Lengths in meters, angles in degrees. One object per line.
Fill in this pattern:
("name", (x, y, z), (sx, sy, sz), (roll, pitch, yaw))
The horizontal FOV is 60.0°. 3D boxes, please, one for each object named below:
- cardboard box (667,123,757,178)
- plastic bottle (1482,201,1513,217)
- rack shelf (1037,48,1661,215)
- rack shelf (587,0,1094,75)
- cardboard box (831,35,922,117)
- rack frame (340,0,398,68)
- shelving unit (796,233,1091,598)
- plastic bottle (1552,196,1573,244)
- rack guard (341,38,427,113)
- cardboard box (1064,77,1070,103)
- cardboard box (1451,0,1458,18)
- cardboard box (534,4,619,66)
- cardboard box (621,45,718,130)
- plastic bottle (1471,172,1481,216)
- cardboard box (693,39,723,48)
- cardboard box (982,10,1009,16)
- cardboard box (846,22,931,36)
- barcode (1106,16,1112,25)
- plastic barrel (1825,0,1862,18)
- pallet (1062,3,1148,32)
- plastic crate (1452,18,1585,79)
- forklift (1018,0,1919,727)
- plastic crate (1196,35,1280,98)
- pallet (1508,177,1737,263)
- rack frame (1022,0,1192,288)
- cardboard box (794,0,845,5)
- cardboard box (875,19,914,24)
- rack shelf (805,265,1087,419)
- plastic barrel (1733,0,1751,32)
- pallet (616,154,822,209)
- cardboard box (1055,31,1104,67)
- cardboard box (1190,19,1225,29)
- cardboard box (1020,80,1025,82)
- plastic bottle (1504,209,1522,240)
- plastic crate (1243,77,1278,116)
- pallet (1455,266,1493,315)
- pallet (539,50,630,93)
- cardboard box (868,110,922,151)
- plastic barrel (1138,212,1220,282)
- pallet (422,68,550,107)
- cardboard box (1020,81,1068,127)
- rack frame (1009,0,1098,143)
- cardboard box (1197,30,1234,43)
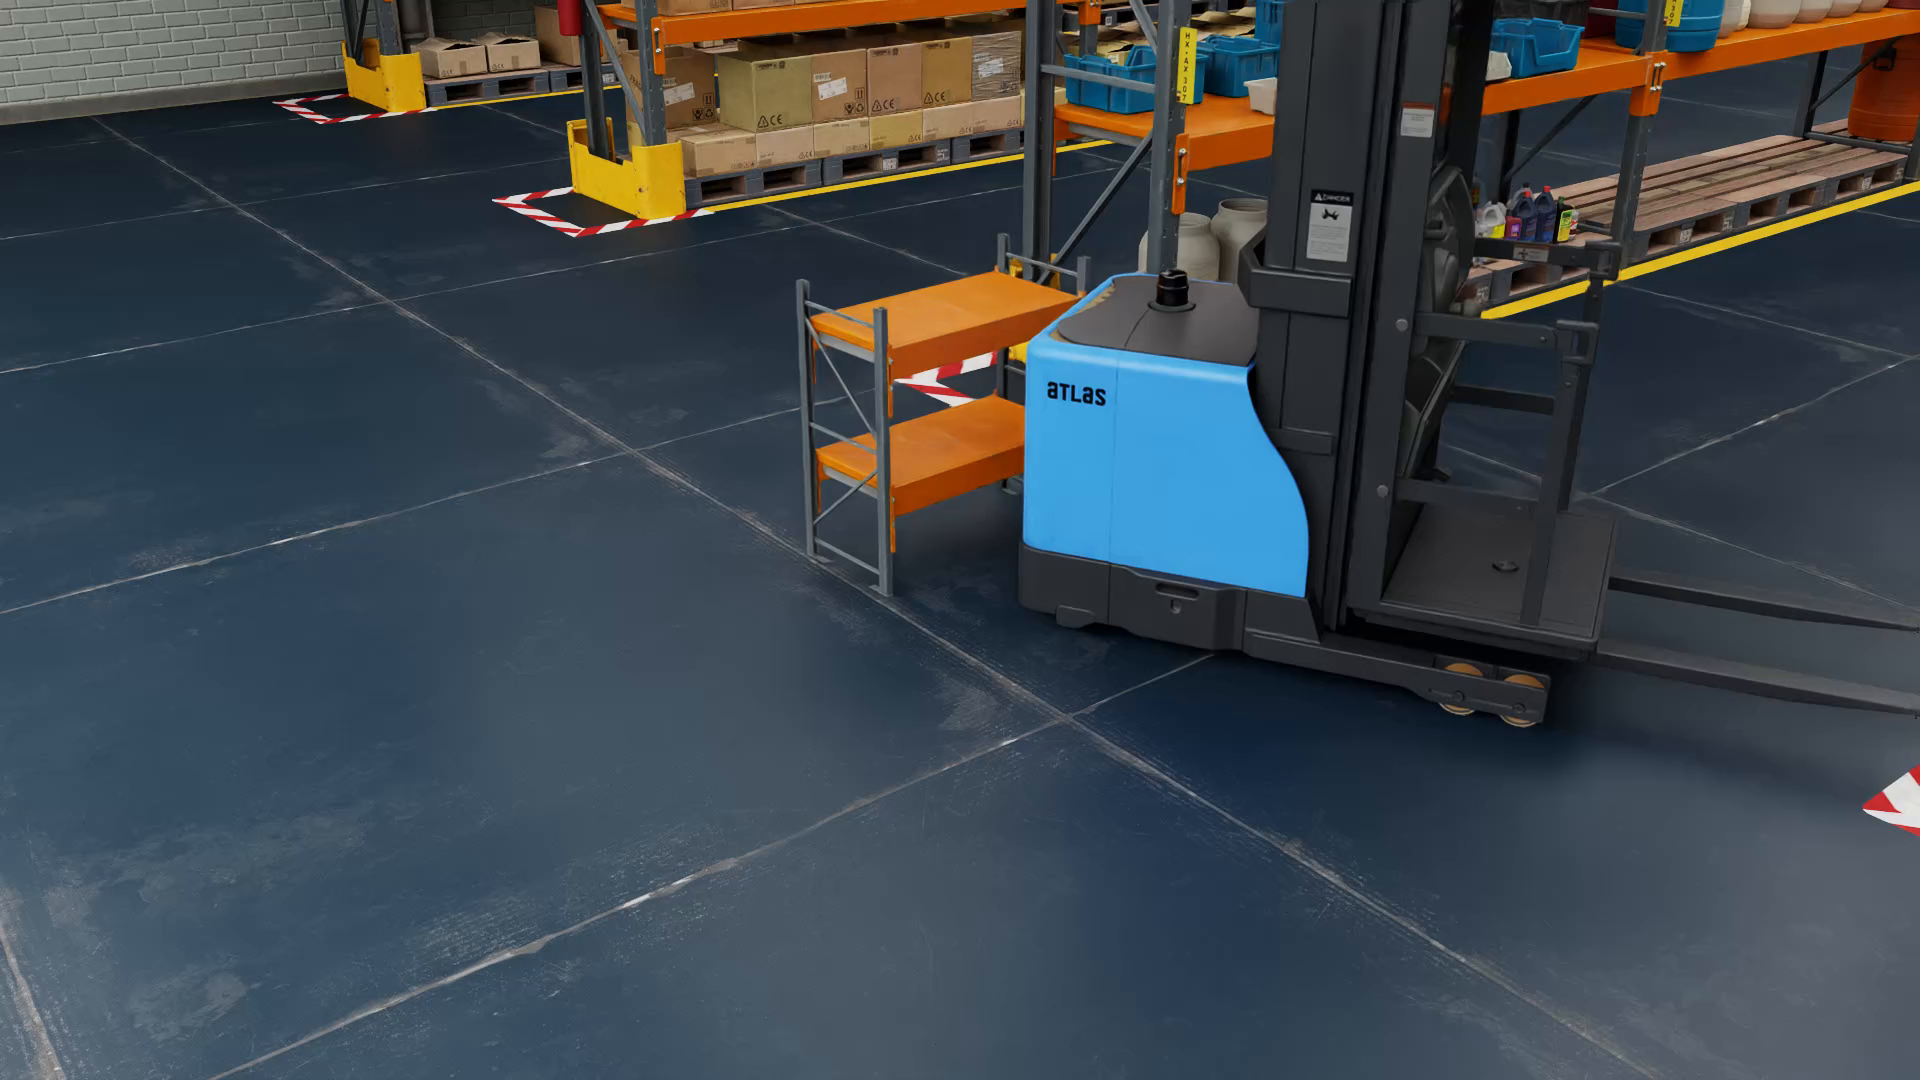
("cardboard box", (-1.819, -2.824, 12.038), (0.500, 0.250, 0.500), (-18, 31, -34))
("plastic bottle", (3.232, -1.906, 10.006), (0.135, 0.276, 0.152), (-18, 31, -34))
("rack shelf", (2.249, -2.366, 9.140), (4.000, 0.370, 1.077), (-18, 31, -34))
("rack shelf", (-0.805, -4.008, 12.677), (4.000, 0.370, 1.077), (-18, 31, -34))
("cardboard box", (-0.637, -3.553, 12.718), (0.500, 0.500, 0.500), (-18, 31, -34))
("rack frame", (-5.438, -5.455, 14.940), (0.127, 3.000, 1.000), (-18, 31, -34))
("shelving unit", (-0.050, -0.517, 6.527), (1.048, 1.125, 0.538), (-20, 32, -37))
("plastic bottle", (3.648, -1.945, 10.082), (0.133, 0.283, 0.061), (-17, 30, -32))
("rack guard", (-5.378, -4.341, 15.509), (0.348, 0.500, 1.175), (-18, 31, -34))
("cardboard box", (1.240, -3.820, 14.185), (0.500, 0.250, 0.500), (-19, 31, -35))
("cardboard box", (4.860, -5.120, 16.666), (0.500, 0.500, 0.500), (-20, 31, -36))
("cardboard box", (-3.781, -4.993, 16.391), (0.500, 0.500, 0.700), (-21, 32, -37))
("cardboard box", (-2.140, -3.336, 12.252), (0.500, 0.500, 0.500), (-18, 31, -34))
("plastic bottle", (3.302, -2.236, 10.724), (0.097, 0.271, 0.097), (0, 25, 0))
("cardboard box", (-2.693, -5.259, 17.362), (0.380, 0.166, 0.250), (22, 33, 39))
("cardboard box", (0.323, -6.394, 19.411), (0.500, 0.500, 0.700), (-18, 30, -33))
("cardboard box", (-0.576, -3.861, 13.382), (0.500, 0.500, 0.500), (-18, 31, -34))
("barcode", (1.227, -4.283, 13.722), (0.075, 0.075, 0.001), (-18, 31, -34))
("plastic barrel", (5.961, -3.854, 11.359), (0.421, 0.512, 0.421), (0, 25, 0))
("pallet", (1.524, -6.448, 20.393), (1.213, 0.211, 1.003), (-18, 31, -34))
("plastic crate", (3.119, -2.767, 9.326), (0.616, 0.251, 0.499), (-18, 31, -34))
("forklift", (1.777, -0.973, 5.366), (3.031, 2.935, 1.130), (10, 27, 21))
("plastic crate", (1.399, -2.501, 8.753), (0.408, 0.251, 0.499), (-18, 31, -34))
("pallet", (4.417, -2.164, 11.162), (1.213, 0.211, 1.003), (-18, 31, -34))
("rack frame", (0.675, -2.173, 7.869), (0.127, 3.000, 1.000), (-18, 31, -34))
("cardboard box", (-1.199, -4.242, 12.209), (0.500, 0.500, 0.700), (-18, 30, -34))
("cardboard box", (-0.919, -6.026, 18.618), (0.500, 0.500, 0.700), (-18, 30, -33))
("rack shelf", (-0.050, -0.782, 6.404), (1.000, 0.278, 0.538), (-20, 32, -37))
("plastic barrel", (4.959, -3.442, 10.768), (0.301, 0.262, 0.301), (0, 25, 0))
("pallet", (-1.802, -2.762, 12.451), (1.213, 0.211, 1.003), (-18, 31, -34))
("cardboard box", (0.911, -4.252, 14.449), (0.500, 0.311, 0.500), (-18, 31, -34))
("cardboard box", (2.108, -4.647, 15.301), (0.500, 0.311, 0.500), (-19, 31, -35))
("cardboard box", (0.217, -3.777, 14.093), (0.500, 0.250, 0.500), (-18, 31, -34))
("plastic bottle", (3.240, -1.811, 9.792), (0.133, 0.283, 0.061), (-16, 29, -31))
("plastic crate", (1.578, -2.179, 8.195), (0.250, 0.136, 0.298), (-18, 31, -34))
("pallet", (2.308, -1.468, 9.662), (1.213, 0.211, 1.003), (-18, 31, -34))
("pallet", (-3.758, -4.724, 16.678), (1.213, 0.211, 1.003), (-18, 31, -34))
("cardboard box", (-0.638, -3.213, 12.877), (0.500, 0.250, 0.500), (-18, 31, -34))
("plastic barrel", (1.146, -1.431, 8.727), (0.421, 0.512, 0.421), (0, 25, 0))
("pallet", (-4.717, -4.409, 15.999), (1.213, 0.211, 1.003), (-18, 31, -34))
("cardboard box", (0.539, -3.604, 13.720), (0.500, 0.250, 0.500), (-18, 31, -34))
("rack frame", (0.769, -4.854, 13.645), (0.127, 3.000, 1.000), (-18, 31, -34))
("cardboard box", (2.052, -4.339, 14.638), (0.500, 0.311, 0.500), (-19, 31, -36))
